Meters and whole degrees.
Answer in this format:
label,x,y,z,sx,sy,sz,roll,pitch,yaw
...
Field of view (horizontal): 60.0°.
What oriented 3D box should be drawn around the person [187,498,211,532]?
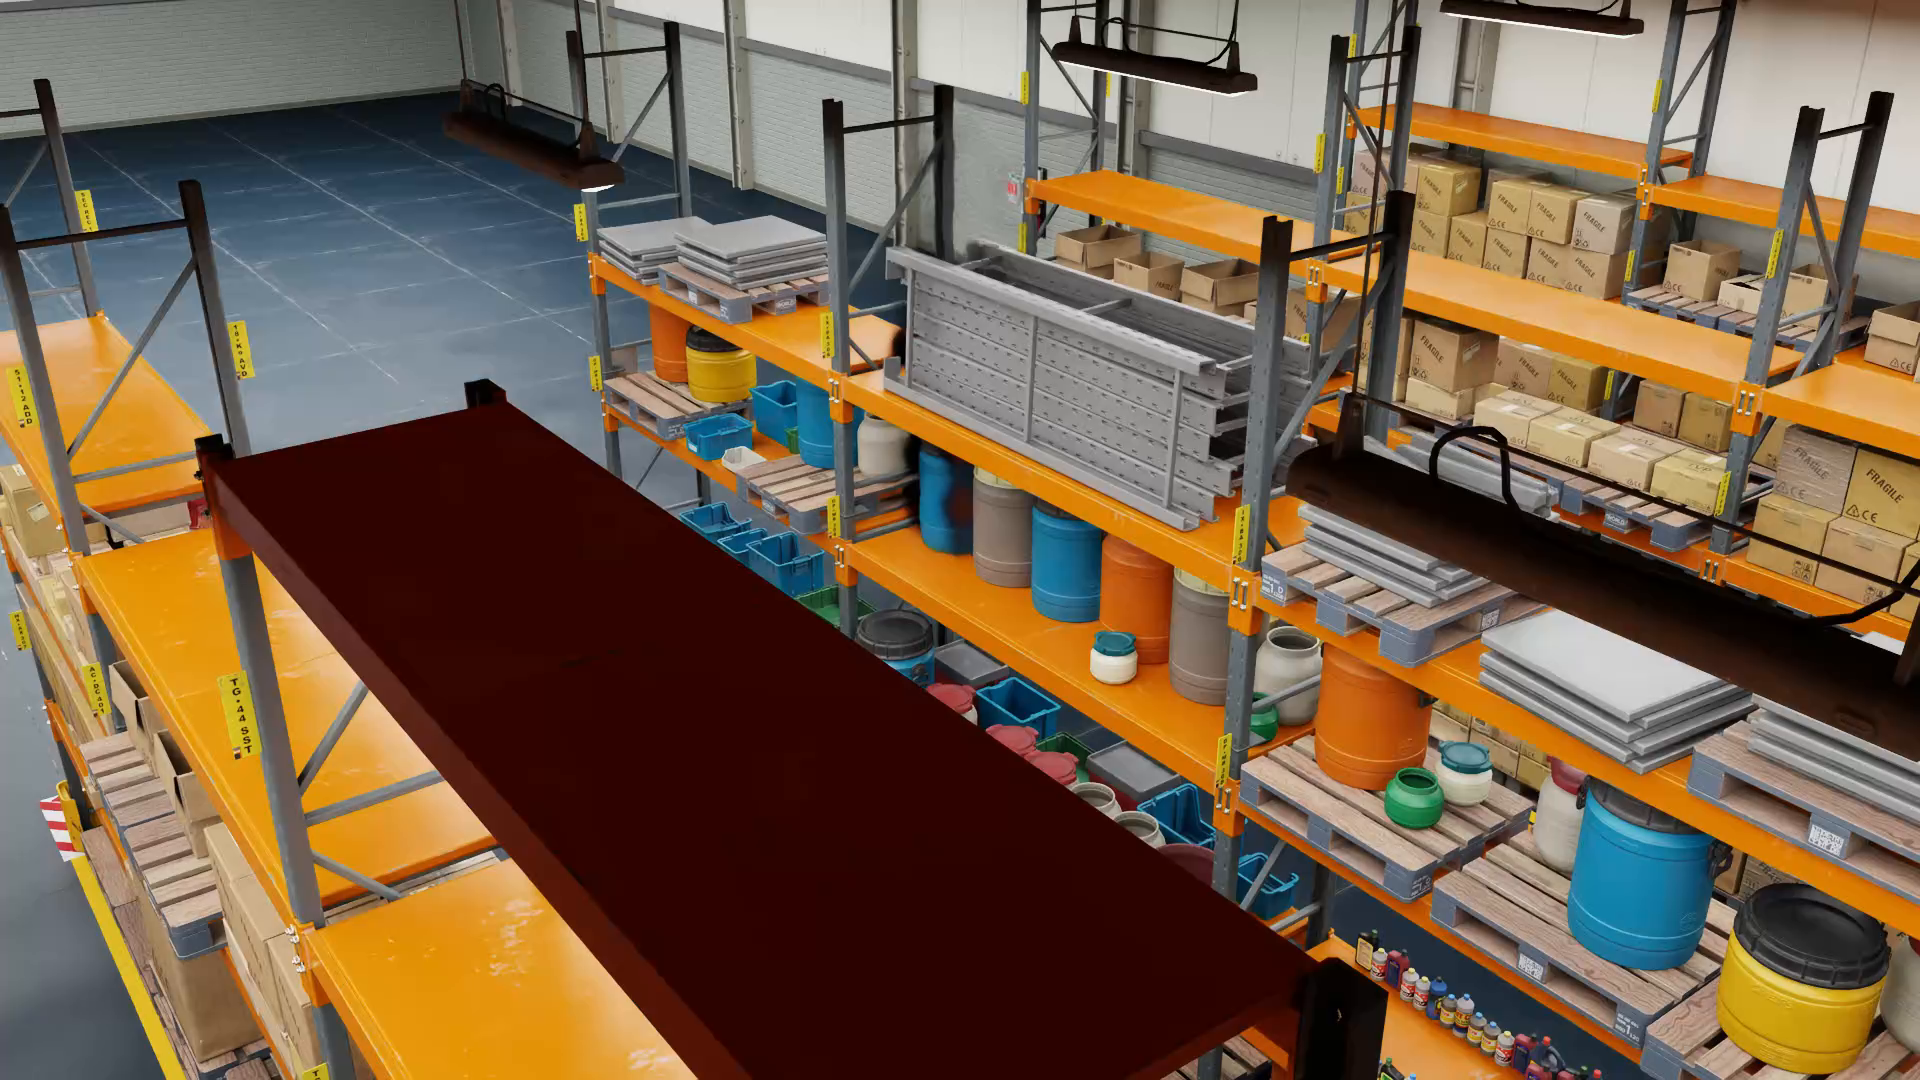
label,x,y,z,sx,sy,sz,roll,pitch,yaw
person,-7.841,-0.047,17.040,0.651,1.710,0.683,-2,25,-4
